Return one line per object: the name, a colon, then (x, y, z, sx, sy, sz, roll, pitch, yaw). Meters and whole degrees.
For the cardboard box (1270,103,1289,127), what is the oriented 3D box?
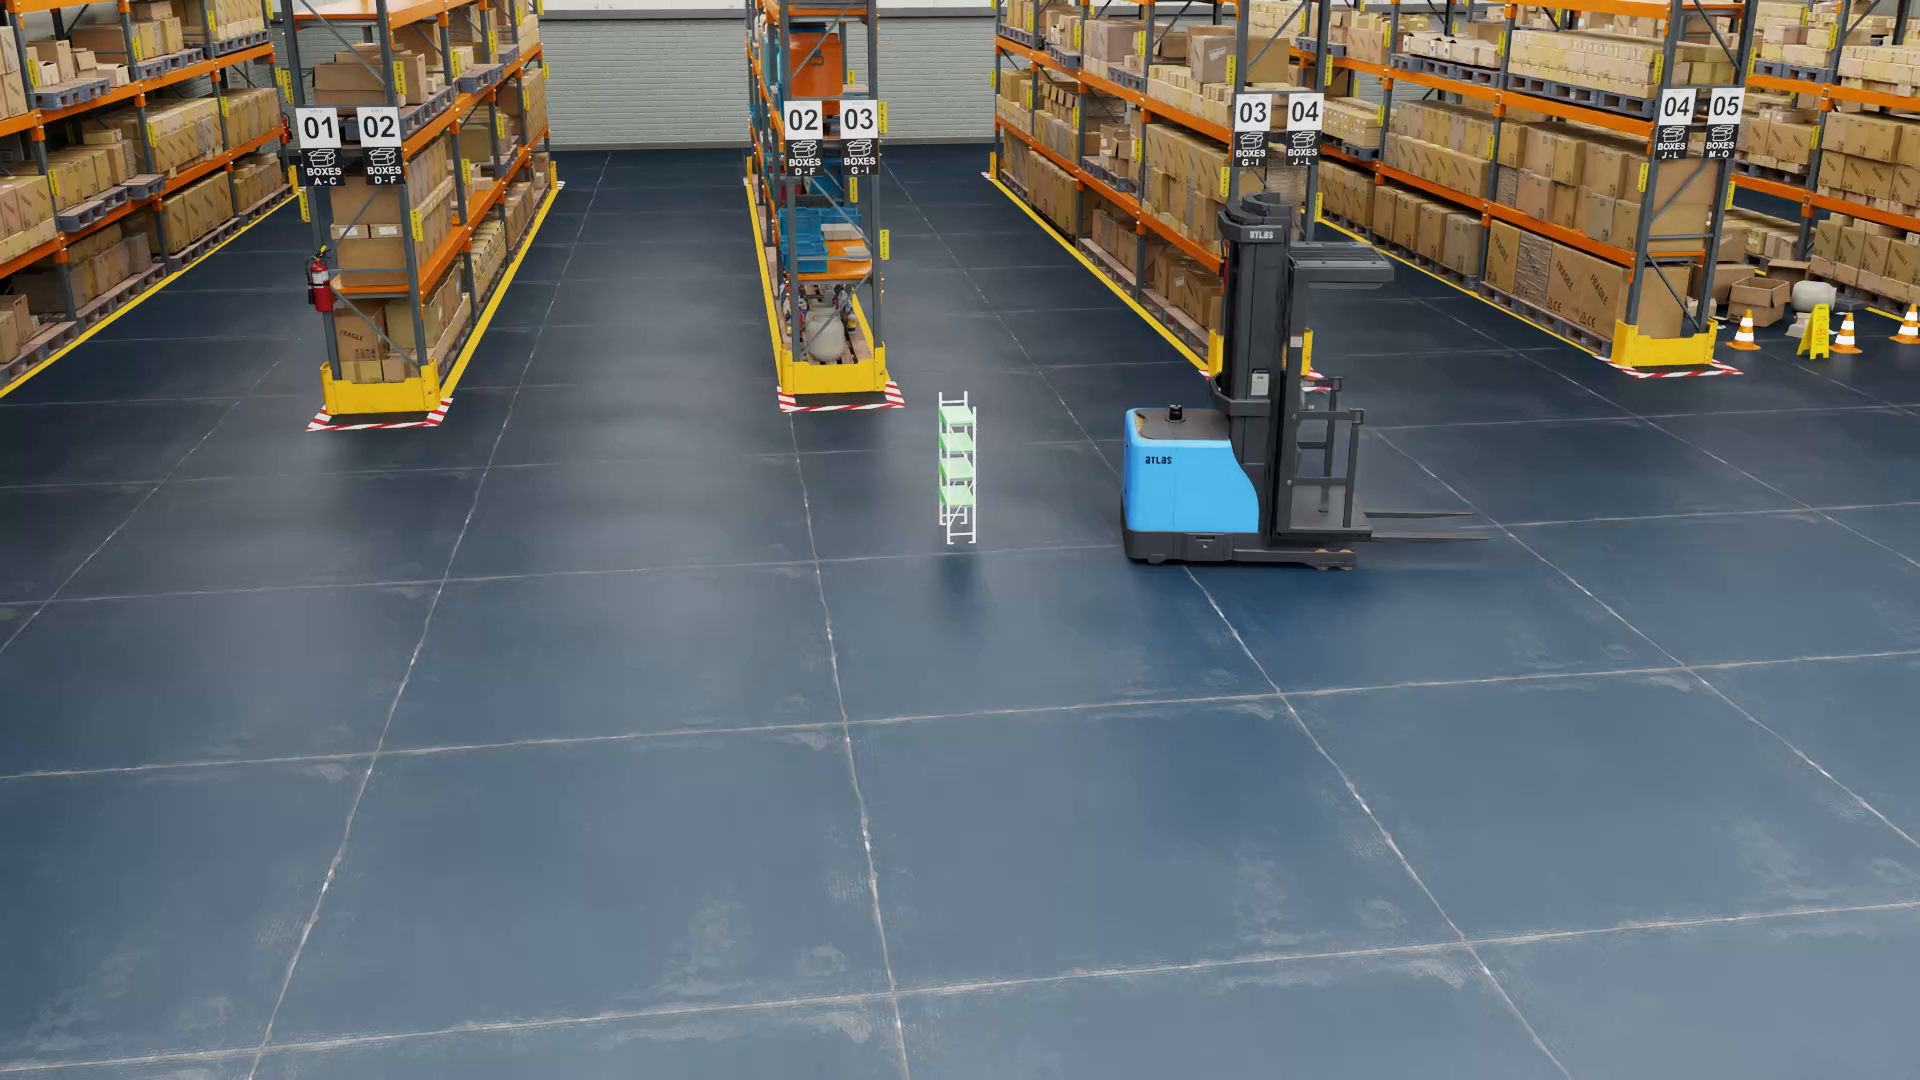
cardboard box: (3.708, -4.862, 18.948, 0.500, 0.250, 0.500, -2, 21, -6)

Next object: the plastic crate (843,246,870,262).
plastic crate: (-1.190, -3.300, 19.215, 0.298, 0.136, 0.250, -3, 21, -8)

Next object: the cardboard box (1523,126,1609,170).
cardboard box: (8.082, -5.209, 22.193, 0.875, 0.550, 0.550, -3, 21, -8)

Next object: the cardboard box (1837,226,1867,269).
cardboard box: (12.659, -4.089, 23.210, 0.500, 0.500, 0.500, -2, 21, -6)

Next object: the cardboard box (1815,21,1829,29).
cardboard box: (16.162, -9.570, 30.954, 0.380, 0.149, 0.250, -3, 21, -7)

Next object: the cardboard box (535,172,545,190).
cardboard box: (-8.158, -6.800, 31.512, 0.500, 0.250, 0.500, -3, 21, -8)

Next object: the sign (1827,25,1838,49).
sign: (12.203, -7.035, 23.249, 0.100, 0.325, 0.005, -3, 21, -8)

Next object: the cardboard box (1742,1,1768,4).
cardboard box: (15.973, -10.654, 33.317, 0.500, 0.250, 0.500, -2, 21, -6)

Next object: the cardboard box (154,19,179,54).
cardboard box: (-12.750, -7.911, 26.125, 0.700, 0.500, 0.500, -3, 21, -9)

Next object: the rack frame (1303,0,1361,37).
rack frame: (6.715, -10.527, 29.616, 1.000, 3.000, 0.127, -3, 21, -8)

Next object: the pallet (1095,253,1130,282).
pallet: (2.652, -4.119, 25.016, 1.003, 0.211, 1.213, -3, 21, -8)

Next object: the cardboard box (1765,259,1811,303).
cardboard box: (11.560, -3.622, 23.271, 0.500, 0.500, 0.500, 12, 24, 29)

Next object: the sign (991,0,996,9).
sign: (0.665, -10.713, 33.036, 0.100, 0.325, 0.005, -3, 21, -8)

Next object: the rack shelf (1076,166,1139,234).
rack shelf: (2.657, -5.088, 24.653, 1.077, 0.370, 4.000, -3, 21, -8)

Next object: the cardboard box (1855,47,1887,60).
cardboard box: (12.541, -6.679, 22.818, 0.380, 0.149, 0.250, -2, 21, -6)

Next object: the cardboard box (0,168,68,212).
cardboard box: (-11.799, -4.413, 21.048, 0.700, 0.500, 0.500, -3, 21, -8)

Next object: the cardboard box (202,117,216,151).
cardboard box: (-12.513, -6.625, 27.144, 0.500, 0.500, 0.500, -3, 21, -7)

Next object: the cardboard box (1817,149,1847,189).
cardboard box: (12.539, -5.252, 23.496, 0.500, 0.500, 0.500, -3, 21, -8)

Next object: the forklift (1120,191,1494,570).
forklift: (2.901, -1.316, 13.625, 3.031, 2.935, 1.130, 1, 20, 2)

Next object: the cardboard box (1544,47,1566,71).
cardboard box: (7.809, -6.132, 21.181, 0.500, 0.250, 0.500, -3, 21, -8)

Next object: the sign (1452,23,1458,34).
sign: (7.842, -8.042, 26.395, 0.100, 0.325, 0.005, -3, 21, -8)

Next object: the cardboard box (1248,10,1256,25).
cardboard box: (6.021, -10.325, 32.861, 0.500, 0.250, 0.500, -3, 21, -8)

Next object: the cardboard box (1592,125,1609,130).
cardboard box: (11.598, -7.235, 29.589, 0.500, 0.250, 0.500, -3, 21, -9)

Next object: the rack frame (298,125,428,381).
rack frame: (-6.281, -2.849, 17.631, 1.000, 3.000, 0.127, -3, 21, -8)

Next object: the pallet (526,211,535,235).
pallet: (-7.857, -5.418, 28.494, 1.003, 0.211, 1.213, -3, 21, -8)

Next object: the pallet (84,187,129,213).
pallet: (-12.010, -4.594, 22.578, 1.003, 0.211, 1.213, -3, 21, -8)

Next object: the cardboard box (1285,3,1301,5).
cardboard box: (6.575, -10.402, 32.496, 0.380, 0.149, 0.250, -3, 21, -9)

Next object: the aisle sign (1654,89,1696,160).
aisle sign: (8.158, -4.740, 18.980, 0.394, 0.787, 0.004, -3, 21, -8)

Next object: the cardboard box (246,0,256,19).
cardboard box: (-13.052, -9.654, 29.963, 0.500, 0.500, 0.500, -2, 21, -6)

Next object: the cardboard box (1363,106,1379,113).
cardboard box: (7.193, -7.401, 28.728, 0.380, 0.149, 0.250, -3, 21, -9)

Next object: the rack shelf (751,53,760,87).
rack shelf: (-2.821, -7.628, 27.167, 1.077, 0.370, 4.000, -3, 21, -8)

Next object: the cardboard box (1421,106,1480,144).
cardboard box: (7.497, -6.339, 25.403, 0.700, 0.500, 0.500, -3, 21, -9)

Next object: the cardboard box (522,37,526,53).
cardboard box: (-7.905, -8.693, 29.205, 0.500, 0.250, 0.500, -3, 21, -8)

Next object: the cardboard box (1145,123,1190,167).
cardboard box: (2.759, -5.218, 21.977, 0.500, 0.500, 0.500, -3, 21, -8)

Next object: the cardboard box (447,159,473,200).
cardboard box: (-7.177, -5.085, 23.476, 0.500, 0.500, 0.500, -4, 21, -11)

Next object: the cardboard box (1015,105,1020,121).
cardboard box: (1.318, -8.066, 31.390, 0.500, 0.250, 0.500, -2, 21, -7)

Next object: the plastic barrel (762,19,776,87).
plastic barrel: (-2.433, -6.740, 23.046, 0.600, 0.901, 0.708, -3, 21, -8)

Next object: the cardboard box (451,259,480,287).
cardboard box: (-6.671, -3.561, 22.065, 0.500, 0.311, 0.500, -3, 21, -8)

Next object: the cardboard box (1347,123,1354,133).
cardboard box: (6.689, -6.882, 27.763, 0.380, 0.149, 0.250, -2, 21, -6)

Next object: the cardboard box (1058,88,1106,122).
cardboard box: (2.085, -7.345, 28.093, 0.797, 0.503, 0.637, -2, 21, -6)

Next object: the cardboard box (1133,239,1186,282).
cardboard box: (2.878, -3.981, 23.606, 0.700, 0.500, 0.500, -5, 21, -12)

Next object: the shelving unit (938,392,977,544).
shelving unit: (-0.024, -0.619, 14.234, 0.258, 1.200, 0.503, -3, 21, -8)

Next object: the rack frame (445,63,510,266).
rack frame: (-7.435, -5.619, 25.047, 1.000, 3.000, 0.127, -3, 21, -8)

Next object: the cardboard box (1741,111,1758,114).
cardboard box: (12.176, -6.469, 26.154, 0.500, 0.500, 0.500, -3, 21, -7)

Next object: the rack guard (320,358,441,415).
rack guard: (-6.278, -1.670, 18.046, 1.175, 0.500, 0.348, -3, 21, -8)

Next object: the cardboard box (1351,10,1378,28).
cardboard box: (6.770, -8.714, 27.810, 0.396, 0.266, 0.258, -3, 21, -8)

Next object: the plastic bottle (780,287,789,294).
plastic bottle: (-2.270, -3.169, 21.753, 0.152, 0.276, 0.135, -2, 21, -6)

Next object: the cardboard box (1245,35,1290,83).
cardboard box: (3.575, -5.700, 19.696, 0.500, 0.500, 0.500, -3, 21, -8)

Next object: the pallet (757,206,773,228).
pallet: (-3.039, -5.677, 29.187, 1.003, 0.211, 1.213, -3, 21, -8)

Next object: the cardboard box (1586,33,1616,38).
cardboard box: (8.344, -6.480, 21.543, 0.380, 0.149, 0.250, -3, 21, -7)

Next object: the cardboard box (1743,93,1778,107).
cardboard box: (16.049, -8.833, 33.441, 0.500, 0.250, 0.500, -3, 21, -8)

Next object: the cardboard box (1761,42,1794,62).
cardboard box: (12.384, -7.311, 24.904, 0.500, 0.250, 0.500, -3, 21, -7)

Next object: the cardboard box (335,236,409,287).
cardboard box: (-6.336, -3.058, 18.048, 0.700, 0.500, 0.500, -3, 21, -8)

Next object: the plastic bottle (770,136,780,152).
plastic bottle: (-3.135, -6.702, 28.124, 0.152, 0.276, 0.135, -3, 21, -8)

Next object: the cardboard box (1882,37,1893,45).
cardboard box: (16.627, -8.716, 29.267, 0.500, 0.250, 0.500, -3, 21, -8)

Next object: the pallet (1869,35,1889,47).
pallet: (16.687, -8.982, 30.034, 1.213, 0.211, 1.003, -3, 21, -8)
